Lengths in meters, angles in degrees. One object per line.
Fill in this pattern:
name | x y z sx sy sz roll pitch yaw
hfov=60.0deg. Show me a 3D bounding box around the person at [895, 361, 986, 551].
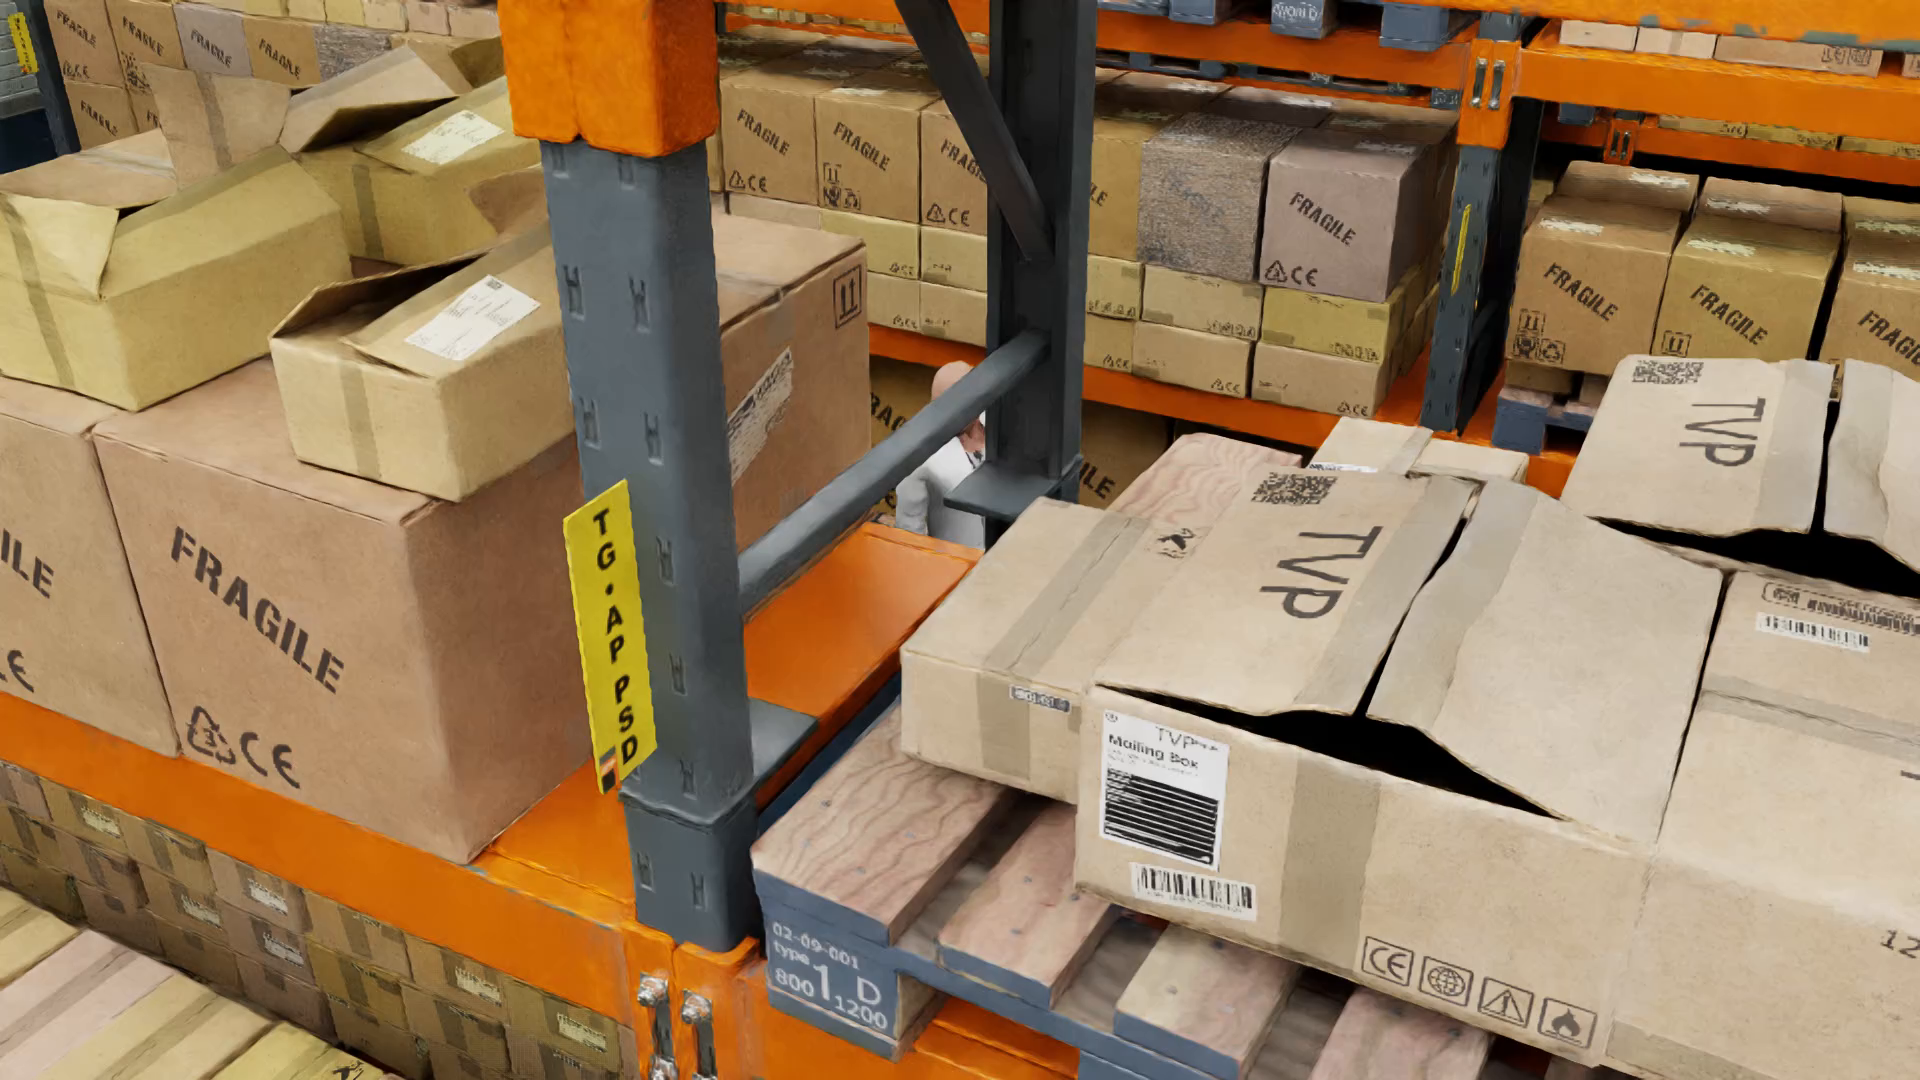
person | 0.096 0.126 6.432 0.652 1.755 0.596 -16 33 -26
